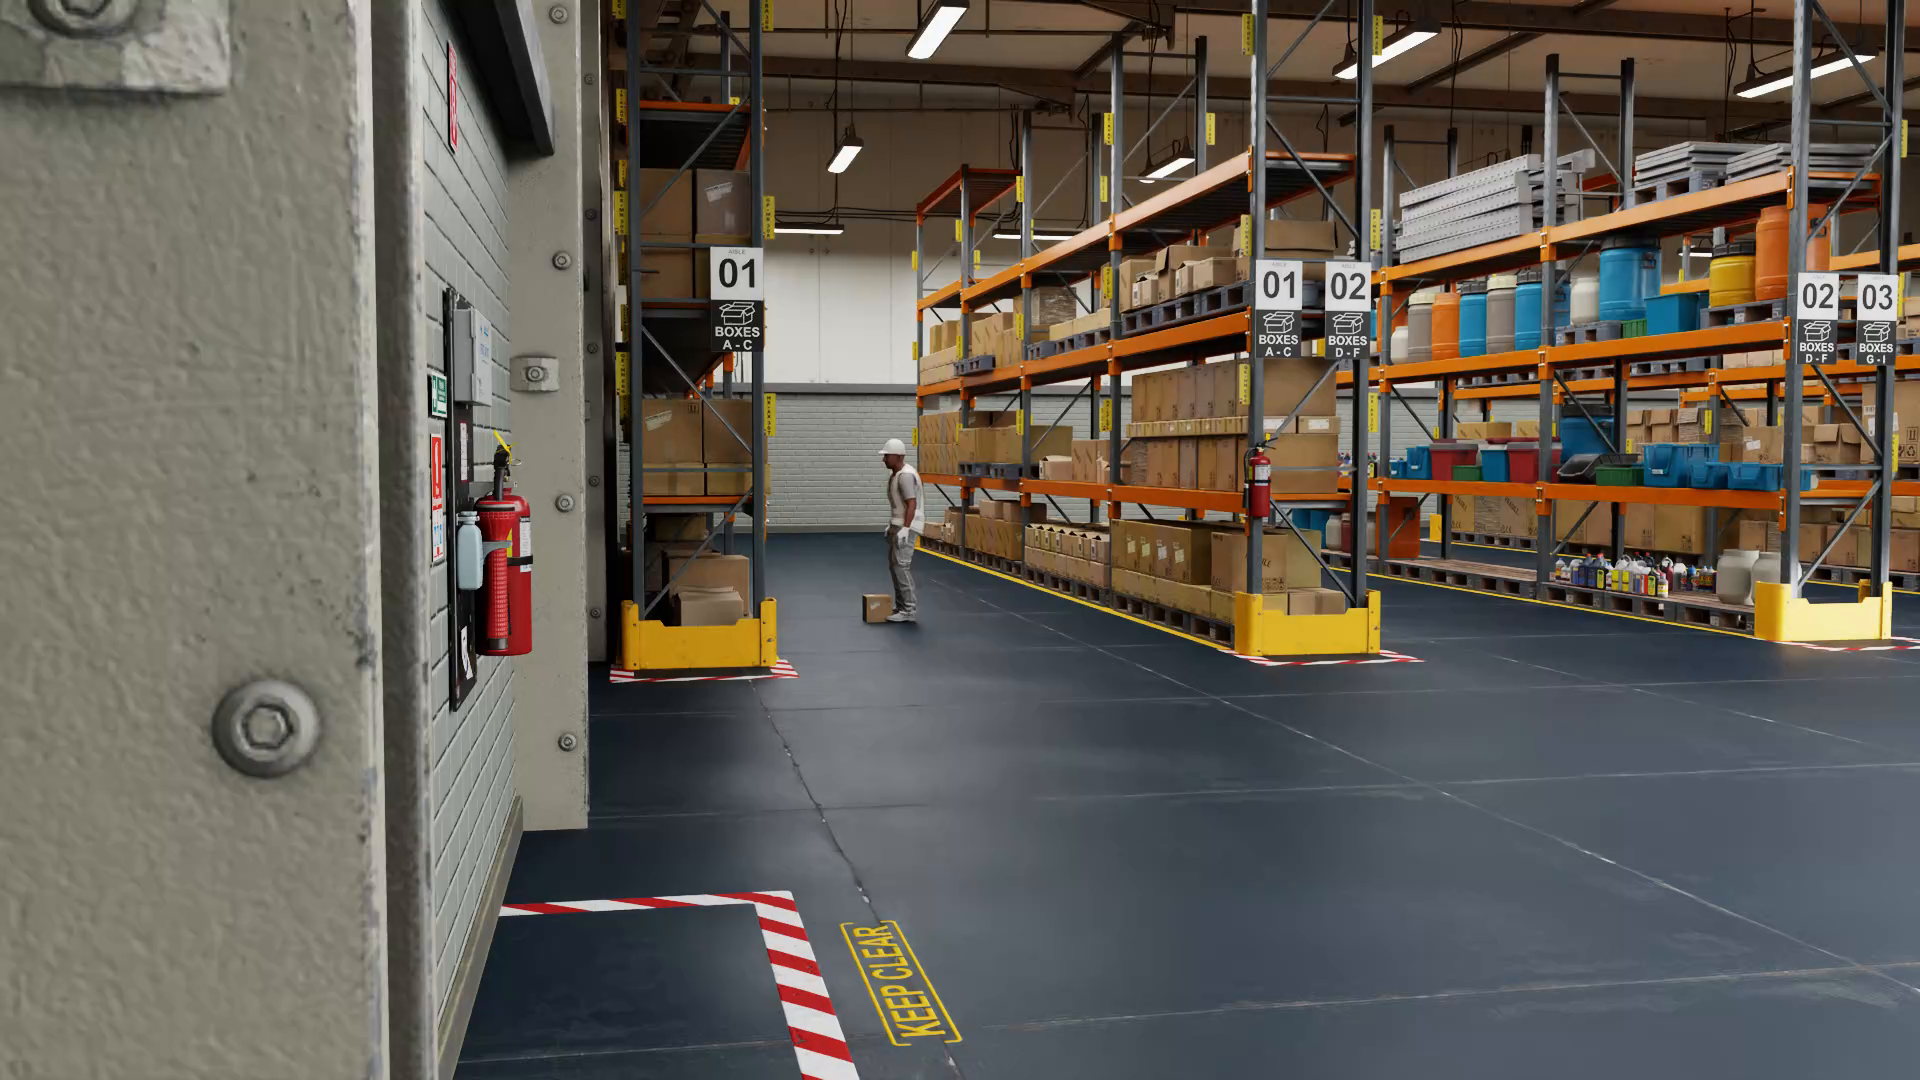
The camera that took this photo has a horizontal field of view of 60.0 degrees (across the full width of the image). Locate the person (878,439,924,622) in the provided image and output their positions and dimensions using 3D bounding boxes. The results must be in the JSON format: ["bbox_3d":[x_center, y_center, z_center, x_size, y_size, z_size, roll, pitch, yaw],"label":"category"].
[{"bbox_3d":[-0.584,-0.095,16.257,0.443,1.776,0.630,-1,3,-14],"label":"person"}]
